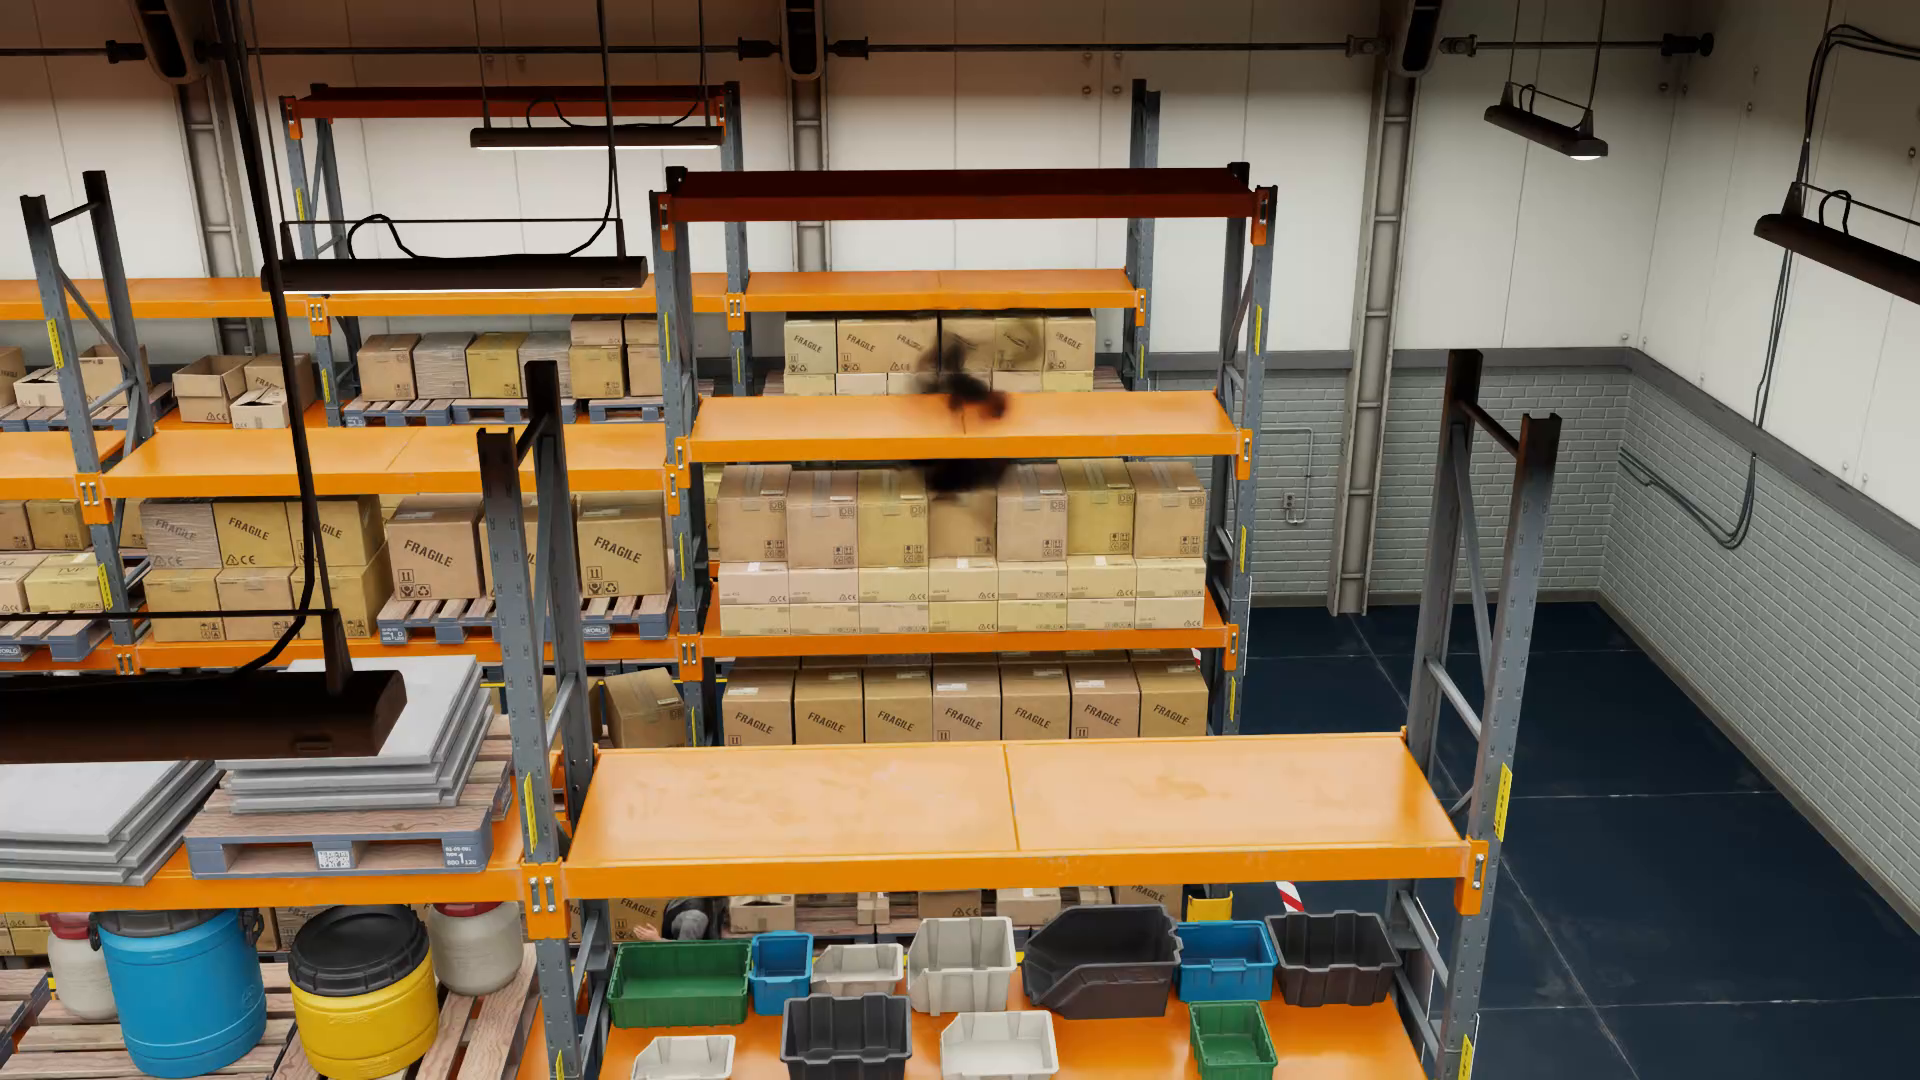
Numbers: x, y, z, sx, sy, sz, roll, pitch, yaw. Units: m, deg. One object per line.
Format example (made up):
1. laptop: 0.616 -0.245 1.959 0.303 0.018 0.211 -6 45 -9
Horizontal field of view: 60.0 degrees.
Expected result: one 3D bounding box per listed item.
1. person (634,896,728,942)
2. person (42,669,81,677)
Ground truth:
1. person: -1.796 2.868 11.105 0.886 1.744 0.644 -4 23 -11
2. person: -8.132 1.542 15.210 0.550 1.625 0.575 -3 22 -8
